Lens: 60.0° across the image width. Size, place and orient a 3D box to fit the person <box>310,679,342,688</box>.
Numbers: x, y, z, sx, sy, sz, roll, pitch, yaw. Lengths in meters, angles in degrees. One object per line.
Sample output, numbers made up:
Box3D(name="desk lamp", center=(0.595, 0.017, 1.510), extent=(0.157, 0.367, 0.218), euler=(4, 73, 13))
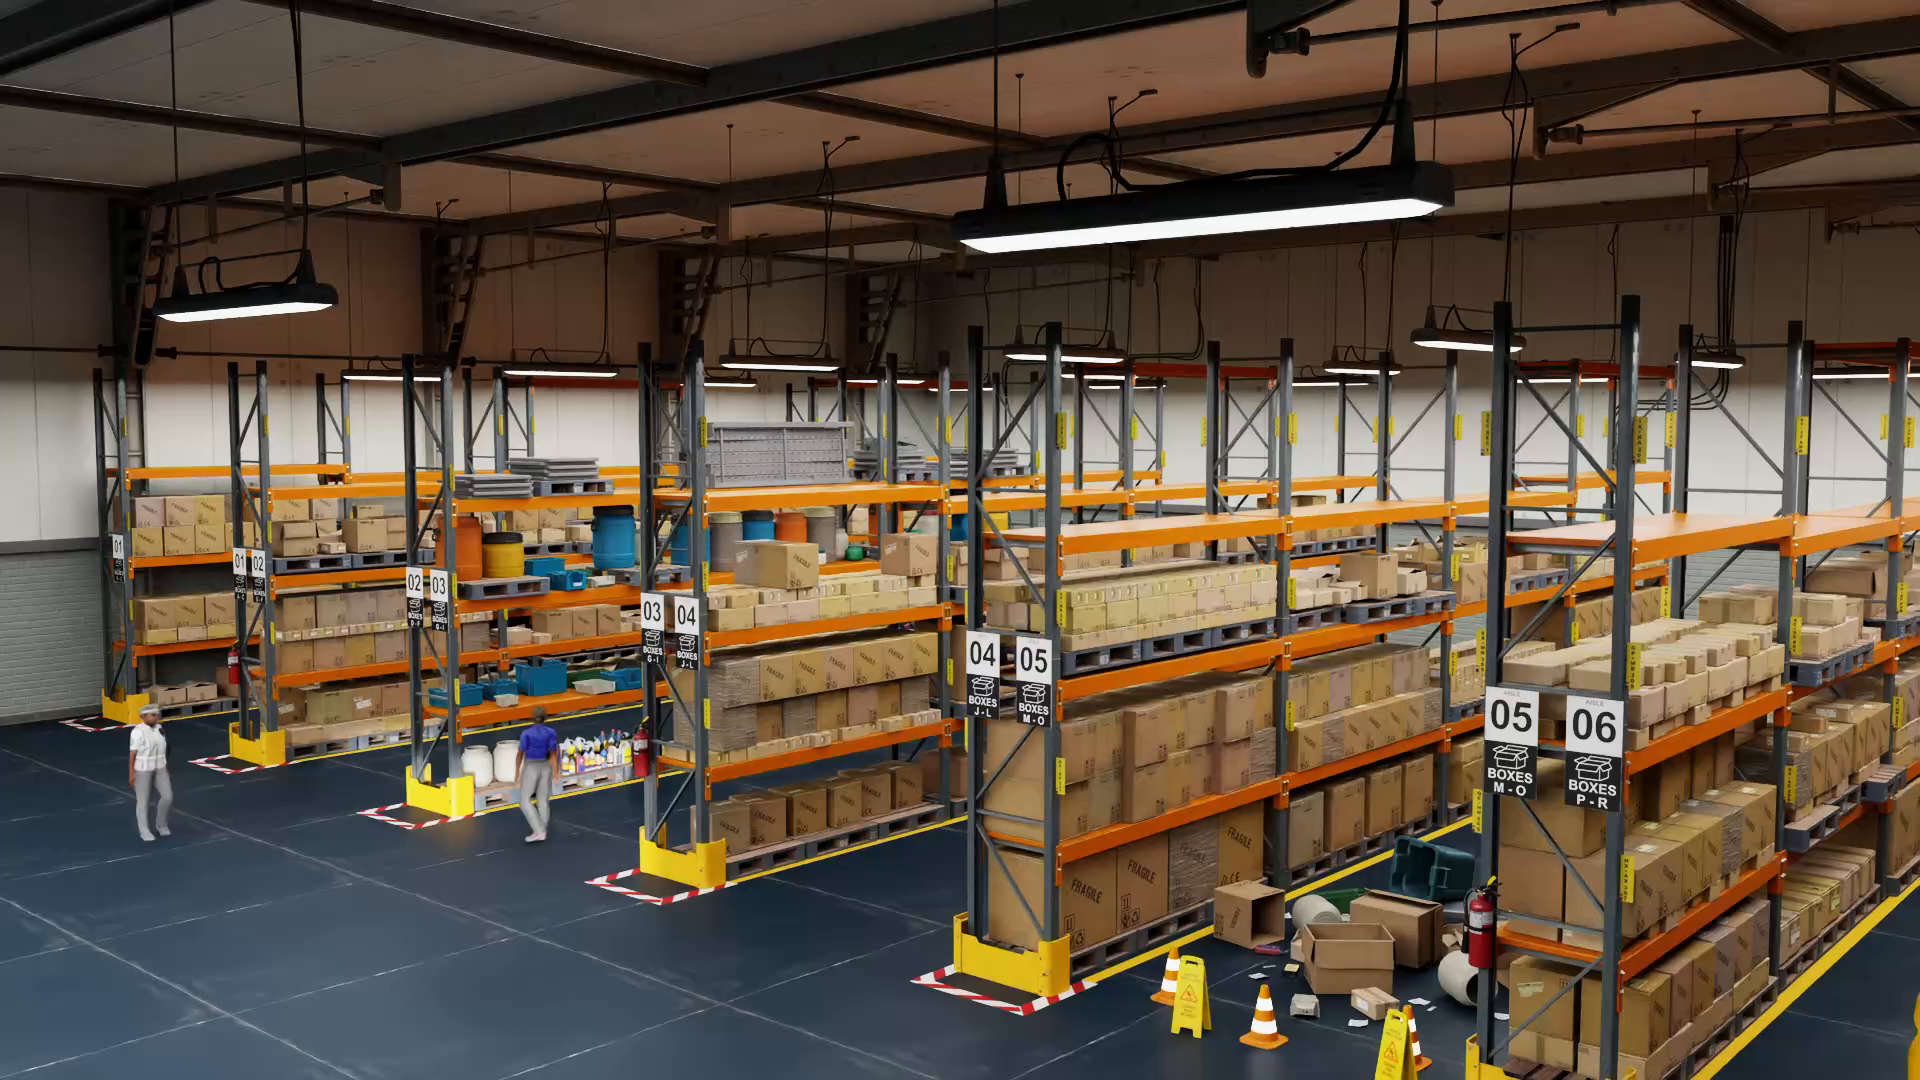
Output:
Box3D(name="person", center=(-10.738, 2.205, 28.147), extent=(0.641, 1.675, 0.380), euler=(-4, 5, -40))

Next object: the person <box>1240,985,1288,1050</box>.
Box3D(name="person", center=(-7.825, 0.549, 22.015), extent=(26.013, 6.000, 14.212), euler=(2, 5, 22))

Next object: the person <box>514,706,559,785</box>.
Box3D(name="person", center=(-5.161, 2.514, 20.222), extent=(0.335, 1.004, 0.488), euler=(4, 6, 41))

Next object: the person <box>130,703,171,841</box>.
Box3D(name="person", center=(-9.937, 2.844, 20.423), extent=(0.336, 1.716, 0.486), euler=(2, 5, 28))
